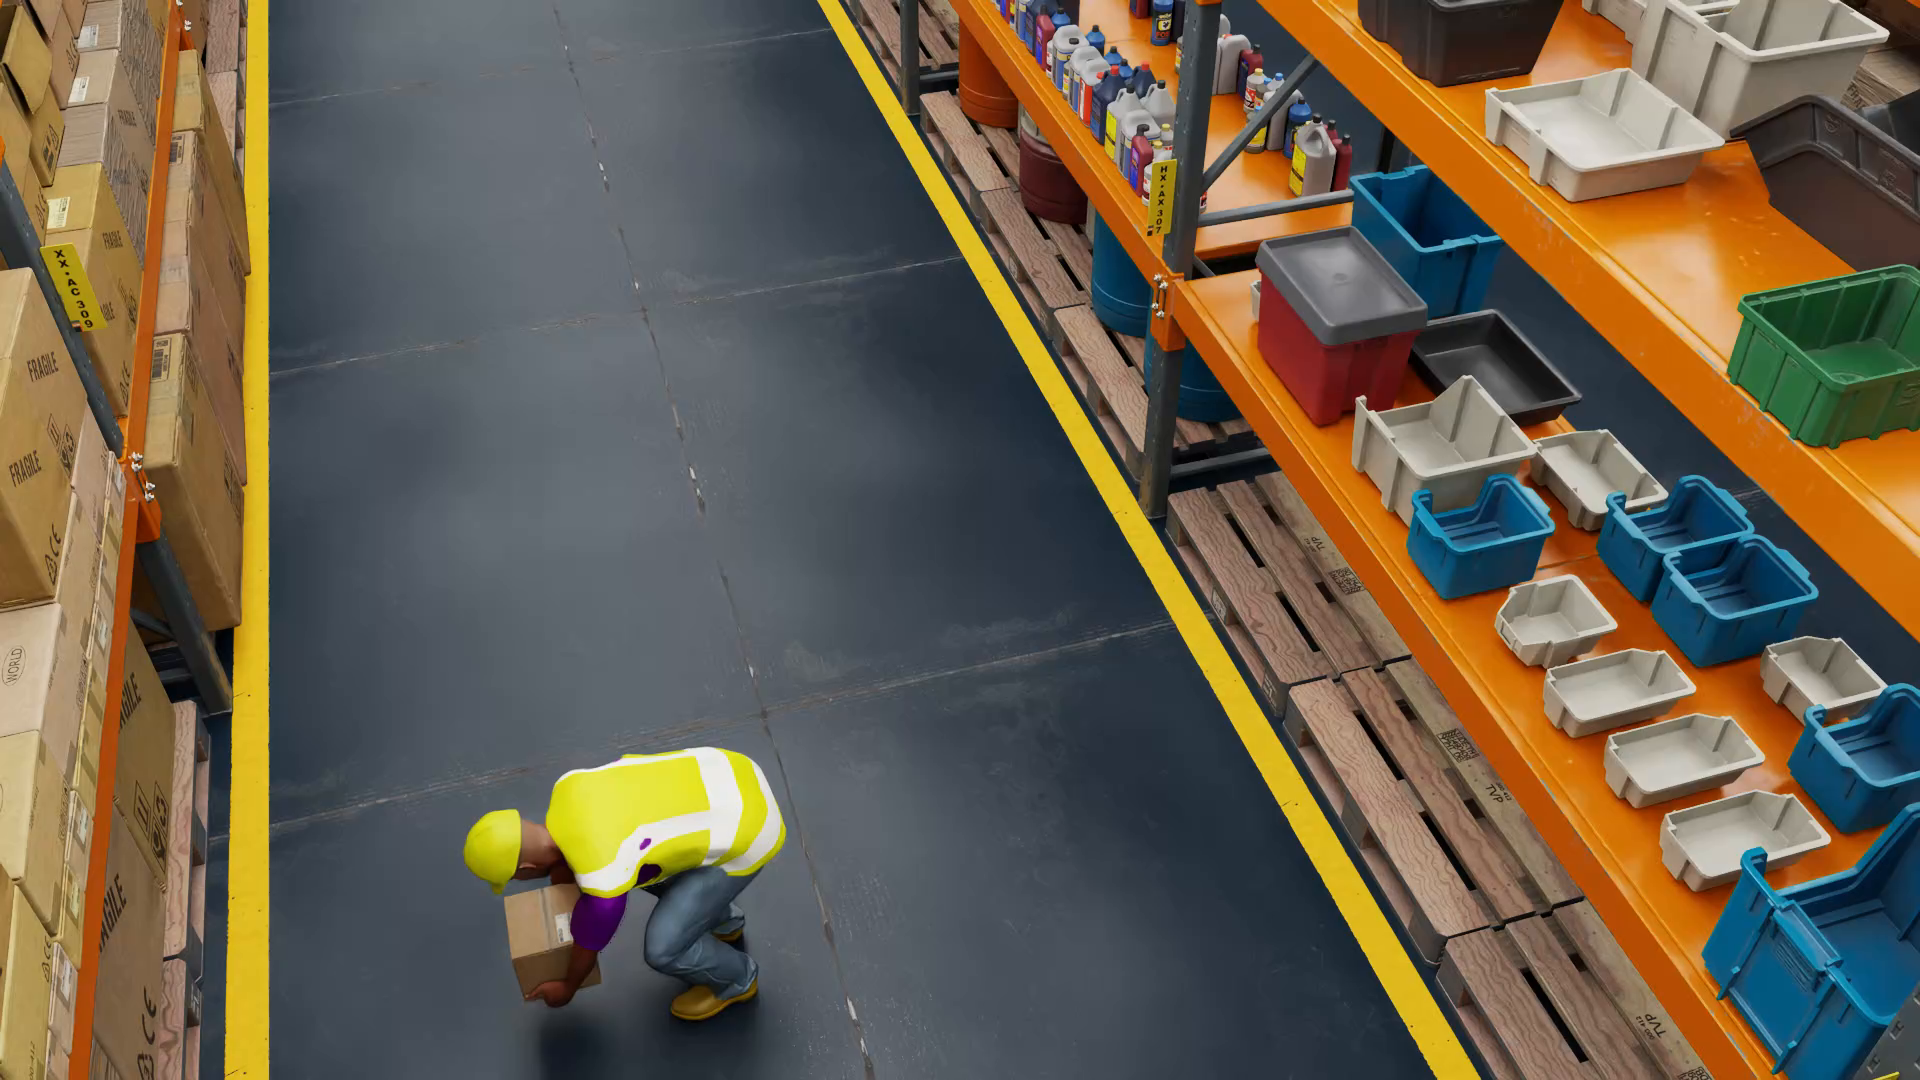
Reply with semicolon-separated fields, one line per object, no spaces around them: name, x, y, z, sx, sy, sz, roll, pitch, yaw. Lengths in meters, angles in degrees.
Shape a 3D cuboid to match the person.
person;-1.037;1.121;5.373;0.967;1.001;0.515;-14;44;-15
